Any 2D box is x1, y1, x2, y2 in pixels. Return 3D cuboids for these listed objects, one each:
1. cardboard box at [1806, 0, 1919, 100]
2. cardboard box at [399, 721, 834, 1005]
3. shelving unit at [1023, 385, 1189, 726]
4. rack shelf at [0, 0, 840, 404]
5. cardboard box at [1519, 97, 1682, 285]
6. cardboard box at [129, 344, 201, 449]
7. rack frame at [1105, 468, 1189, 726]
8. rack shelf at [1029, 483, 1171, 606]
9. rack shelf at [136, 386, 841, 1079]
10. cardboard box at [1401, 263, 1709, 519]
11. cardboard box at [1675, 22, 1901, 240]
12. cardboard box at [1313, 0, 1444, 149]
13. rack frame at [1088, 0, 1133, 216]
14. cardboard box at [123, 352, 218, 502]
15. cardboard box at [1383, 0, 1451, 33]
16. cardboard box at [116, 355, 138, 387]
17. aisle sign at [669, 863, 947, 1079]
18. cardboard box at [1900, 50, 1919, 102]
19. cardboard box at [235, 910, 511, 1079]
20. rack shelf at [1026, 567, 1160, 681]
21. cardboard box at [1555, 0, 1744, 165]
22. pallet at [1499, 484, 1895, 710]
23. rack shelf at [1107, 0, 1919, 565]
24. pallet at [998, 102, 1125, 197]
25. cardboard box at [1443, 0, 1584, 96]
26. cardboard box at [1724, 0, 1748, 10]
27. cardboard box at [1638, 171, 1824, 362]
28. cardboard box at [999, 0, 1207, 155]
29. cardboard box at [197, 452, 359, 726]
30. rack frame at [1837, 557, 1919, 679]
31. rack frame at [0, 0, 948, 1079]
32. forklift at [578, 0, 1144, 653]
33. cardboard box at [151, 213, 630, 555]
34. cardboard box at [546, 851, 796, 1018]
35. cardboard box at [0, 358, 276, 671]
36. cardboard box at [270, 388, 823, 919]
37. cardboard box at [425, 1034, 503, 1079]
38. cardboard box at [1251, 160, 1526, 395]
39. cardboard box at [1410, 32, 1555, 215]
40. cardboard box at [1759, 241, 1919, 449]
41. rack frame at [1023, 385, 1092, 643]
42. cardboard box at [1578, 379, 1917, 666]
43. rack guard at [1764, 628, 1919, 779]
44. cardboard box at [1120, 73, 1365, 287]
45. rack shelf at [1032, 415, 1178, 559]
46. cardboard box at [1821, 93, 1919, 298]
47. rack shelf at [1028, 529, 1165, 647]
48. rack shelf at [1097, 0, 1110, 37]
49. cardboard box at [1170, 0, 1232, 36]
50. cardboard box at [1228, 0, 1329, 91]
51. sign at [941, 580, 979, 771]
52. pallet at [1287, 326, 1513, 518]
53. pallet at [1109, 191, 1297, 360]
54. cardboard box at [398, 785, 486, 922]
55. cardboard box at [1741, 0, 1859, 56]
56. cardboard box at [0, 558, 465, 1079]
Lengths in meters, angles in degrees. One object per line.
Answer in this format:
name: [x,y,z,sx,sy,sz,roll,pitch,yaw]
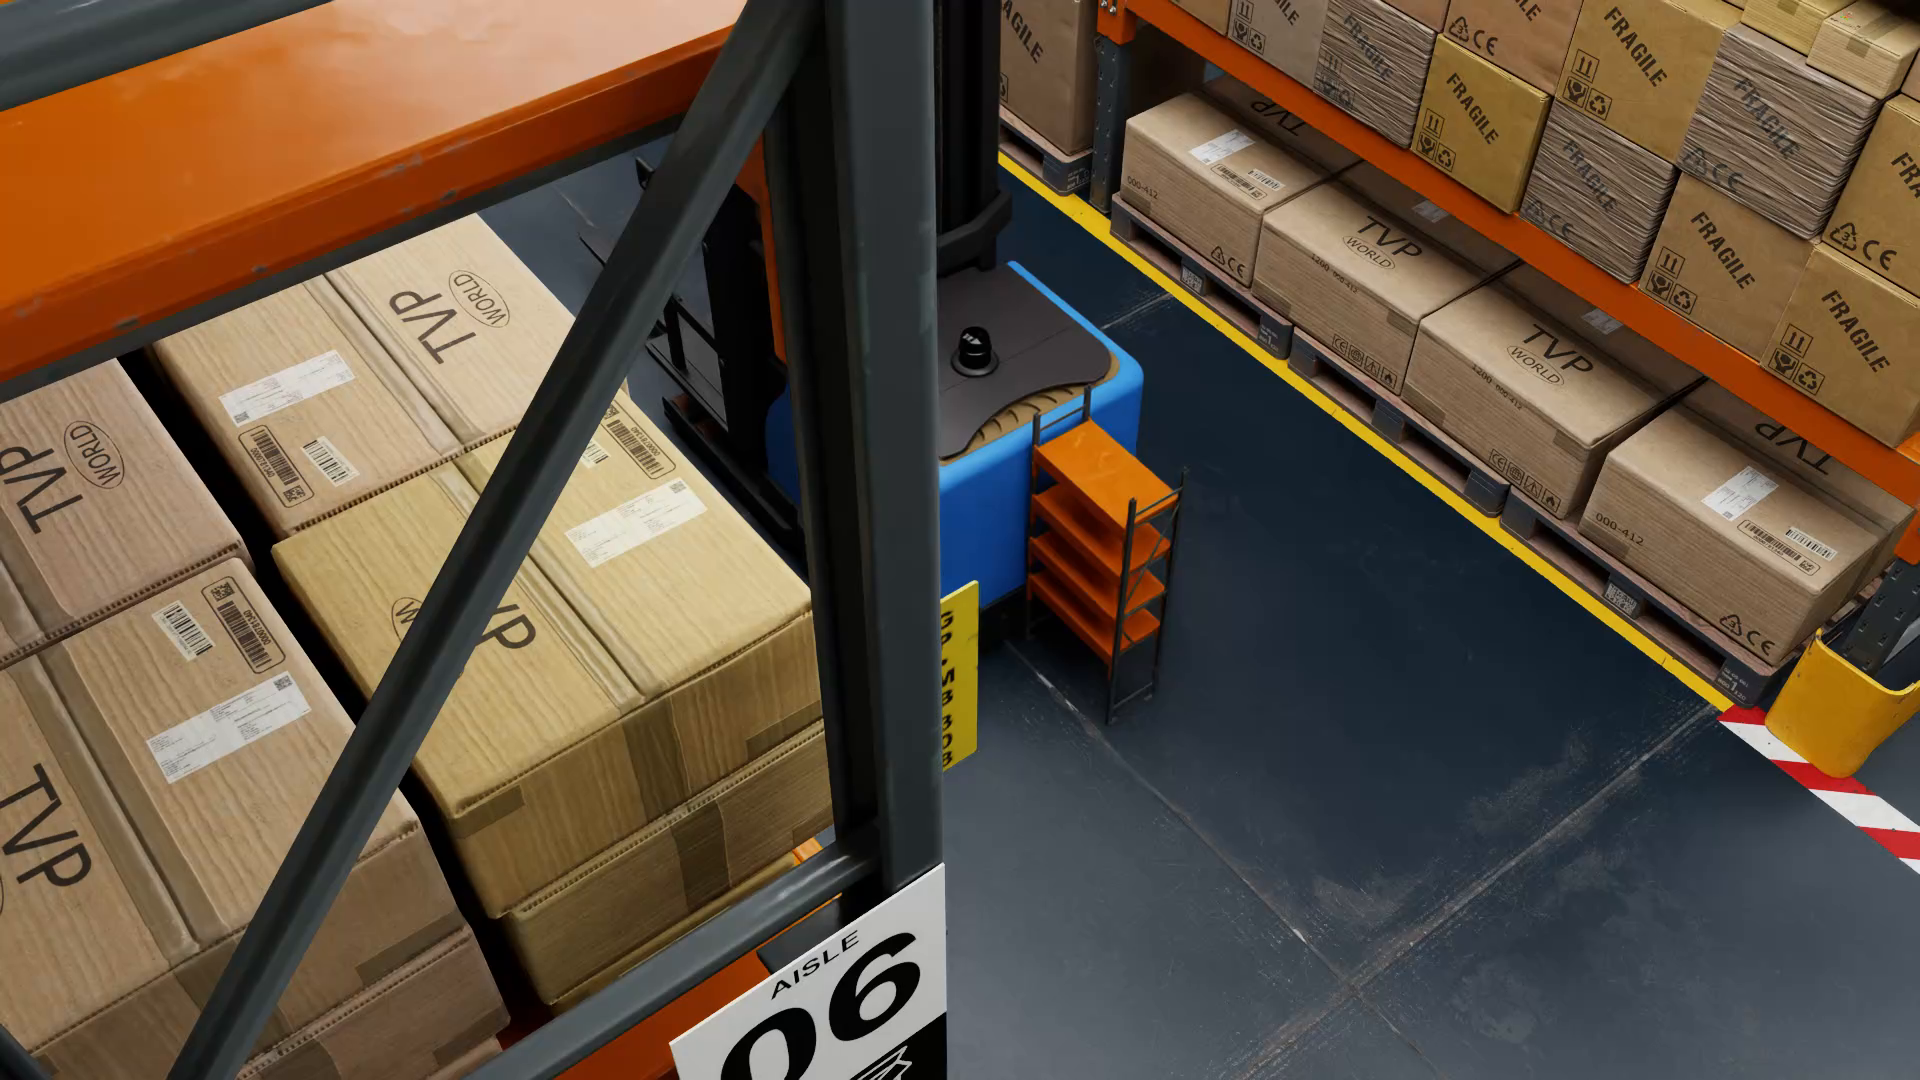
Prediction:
cardboard box: [2.723,-1.470,4.877,0.380,0.149,0.250,-30,54,-24]
cardboard box: [-0.503,0.280,2.347,0.500,0.250,0.500,-30,54,-24]
shelving unit: [0.489,0.082,5.865,0.258,1.200,0.503,-29,54,-24]
rack shelf: [-1.663,-1.231,2.278,1.077,0.370,4.000,-29,54,-24]
cardboard box: [2.382,-1.309,5.843,0.500,0.500,0.500,-28,54,-23]
cardboard box: [-1.129,-0.477,2.695,0.500,0.250,0.500,-30,55,-25]
rack frame: [0.634,0.227,5.733,0.240,1.200,0.015,-29,54,-24]
rack shelf: [0.489,-0.023,5.749,0.258,0.148,0.480,-29,54,-24]
rack shelf: [-1.663,-0.224,3.388,1.077,0.370,4.000,-29,54,-24]
cardboard box: [2.456,-0.669,6.776,0.875,0.438,0.875,-28,54,-23]
cardboard box: [2.675,-1.350,5.206,0.500,0.500,0.500,-29,54,-24]
cardboard box: [1.747,-1.911,6.389,0.500,0.500,0.500,-29,54,-24]
rack frame: [1.074,-2.867,7.323,1.000,3.000,0.127,-29,54,-24]
cardboard box: [-1.127,-0.318,2.888,0.500,0.250,0.500,-31,55,-25]
cardboard box: [1.772,-2.239,6.011,0.500,0.500,0.500,-28,54,-23]
cardboard box: [-1.459,-0.613,3.156,0.500,0.250,0.500,-30,55,-25]
aisle sign: [-0.177,0.756,2.284,0.394,0.787,0.004,-29,54,-24]
cardboard box: [2.947,-1.356,4.773,0.380,0.149,0.250,-28,54,-23]
cardboard box: [-0.938,0.524,2.125,0.500,0.250,0.500,-30,55,-25]
rack shelf: [0.489,0.260,6.062,0.258,0.148,0.480,-29,54,-24]
cardboard box: [2.378,-1.643,5.471,0.500,0.500,0.500,-30,54,-24]
pallet: [2.950,-0.008,6.613,1.003,0.211,1.213,-29,54,-24]
rack shelf: [2.285,-1.446,6.520,1.077,0.370,4.000,-29,54,-24]
pallet: [0.547,-2.351,8.738,1.003,0.211,1.213,-29,54,-24]
cardboard box: [2.075,-1.940,5.741,0.500,0.500,0.500,-30,54,-24]
cardboard box: [2.502,-1.823,5.197,0.380,0.149,0.250,-30,54,-24]
cardboard box: [2.702,-1.010,5.572,0.500,0.500,0.500,-30,55,-25]
cardboard box: [0.635,-2.624,8.253,0.875,0.875,0.875,-28,54,-23]
cardboard box: [-0.827,-0.011,2.610,0.500,0.250,0.500,-28,54,-23]
rack frame: [3.496,-0.508,5.185,1.000,3.000,0.127,-29,54,-24]
rack frame: [-0.452,-0.294,0.942,1.000,3.000,0.127,-29,54,-24]
forklift: [-0.613,-1.530,6.158,1.130,2.935,3.031,-29,54,-24]
cardboard box: [-0.814,-0.187,2.432,0.500,0.250,0.500,-30,54,-24]
cardboard box: [-0.460,0.505,2.411,0.380,0.149,0.250,-28,54,-23]
cardboard box: [-1.258,0.052,2.215,0.500,0.250,0.500,-31,55,-25]
cardboard box: [-0.521,0.122,2.152,0.500,0.250,0.500,-30,54,-24]
cardboard box: [-0.830,0.713,2.223,0.380,0.149,0.250,-28,54,-23]
cardboard box: [1.911,-1.201,7.259,0.875,0.438,0.875,-31,55,-25]
cardboard box: [2.059,-1.607,6.114,0.500,0.500,0.500,-28,54,-23]
cardboard box: [2.993,-0.707,5.298,0.500,0.500,0.500,-29,54,-24]
rack frame: [0.343,-0.063,5.996,0.240,1.200,0.015,-29,54,-24]
cardboard box: [3.017,-0.133,6.291,0.875,0.438,0.875,-31,55,-25]
rack guard: [3.511,0.346,6.098,1.175,0.500,0.348,-29,54,-24]
cardboard box: [1.369,-1.729,7.737,0.875,0.438,0.875,-30,54,-24]
rack shelf: [0.489,-0.182,5.574,0.258,0.148,0.480,-29,54,-24]
cardboard box: [3.015,-1.055,4.938,0.500,0.500,0.500,-28,54,-23]
rack shelf: [0.489,0.127,5.915,0.258,0.148,0.480,-29,54,-24]
rack shelf: [-0.137,-3.804,8.659,1.077,0.370,4.000,-29,54,-24]
cardboard box: [1.150,-2.506,6.929,0.500,0.500,0.500,-28,54,-23]
cardboard box: [1.451,-2.207,6.658,0.500,0.500,0.500,-29,54,-24]
sign: [-0.020,0.176,1.950,0.100,0.325,0.005,-29,54,-24]
pallet: [2.215,-0.727,7.265,1.003,0.211,1.213,-29,54,-24]
pallet: [1.472,-1.446,7.918,1.003,0.211,1.213,-29,54,-24]
cardboard box: [-0.640,0.363,2.540,0.380,0.149,0.250,-28,54,-23]
cardboard box: [2.604,-1.637,5.028,0.380,0.149,0.250,-28,54,-23]
cardboard box: [-0.943,0.359,1.937,0.500,0.250,0.500,-31,55,-25]
